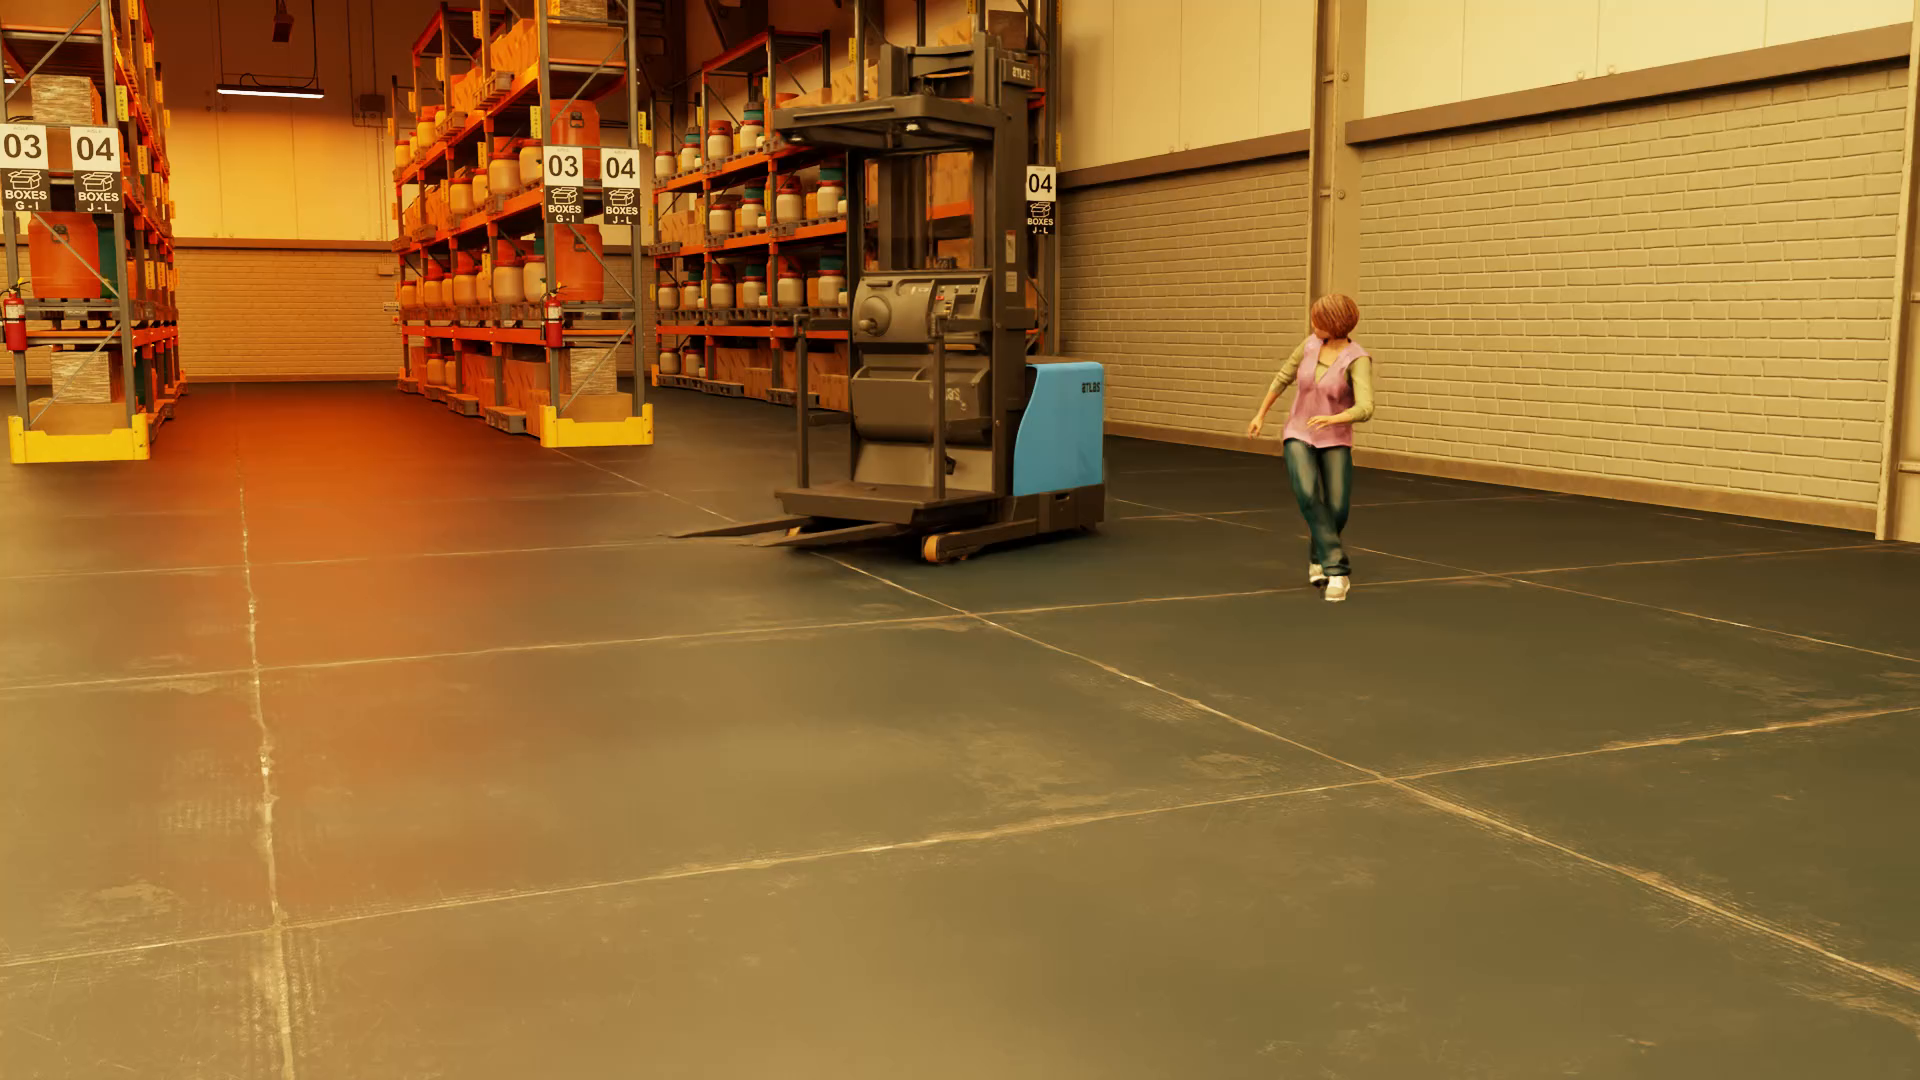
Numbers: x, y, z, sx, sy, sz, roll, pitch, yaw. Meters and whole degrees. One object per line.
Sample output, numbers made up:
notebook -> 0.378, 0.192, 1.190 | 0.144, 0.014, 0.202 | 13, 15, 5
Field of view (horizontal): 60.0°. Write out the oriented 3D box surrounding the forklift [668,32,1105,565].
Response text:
forklift -> -0.358, -1.389, 9.472 | 1.130, 2.935, 3.031 | 5, 9, 36

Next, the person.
person -> 1.705, -0.422, 8.198 | 0.656, 1.372, 0.743 | 3, 8, 19
